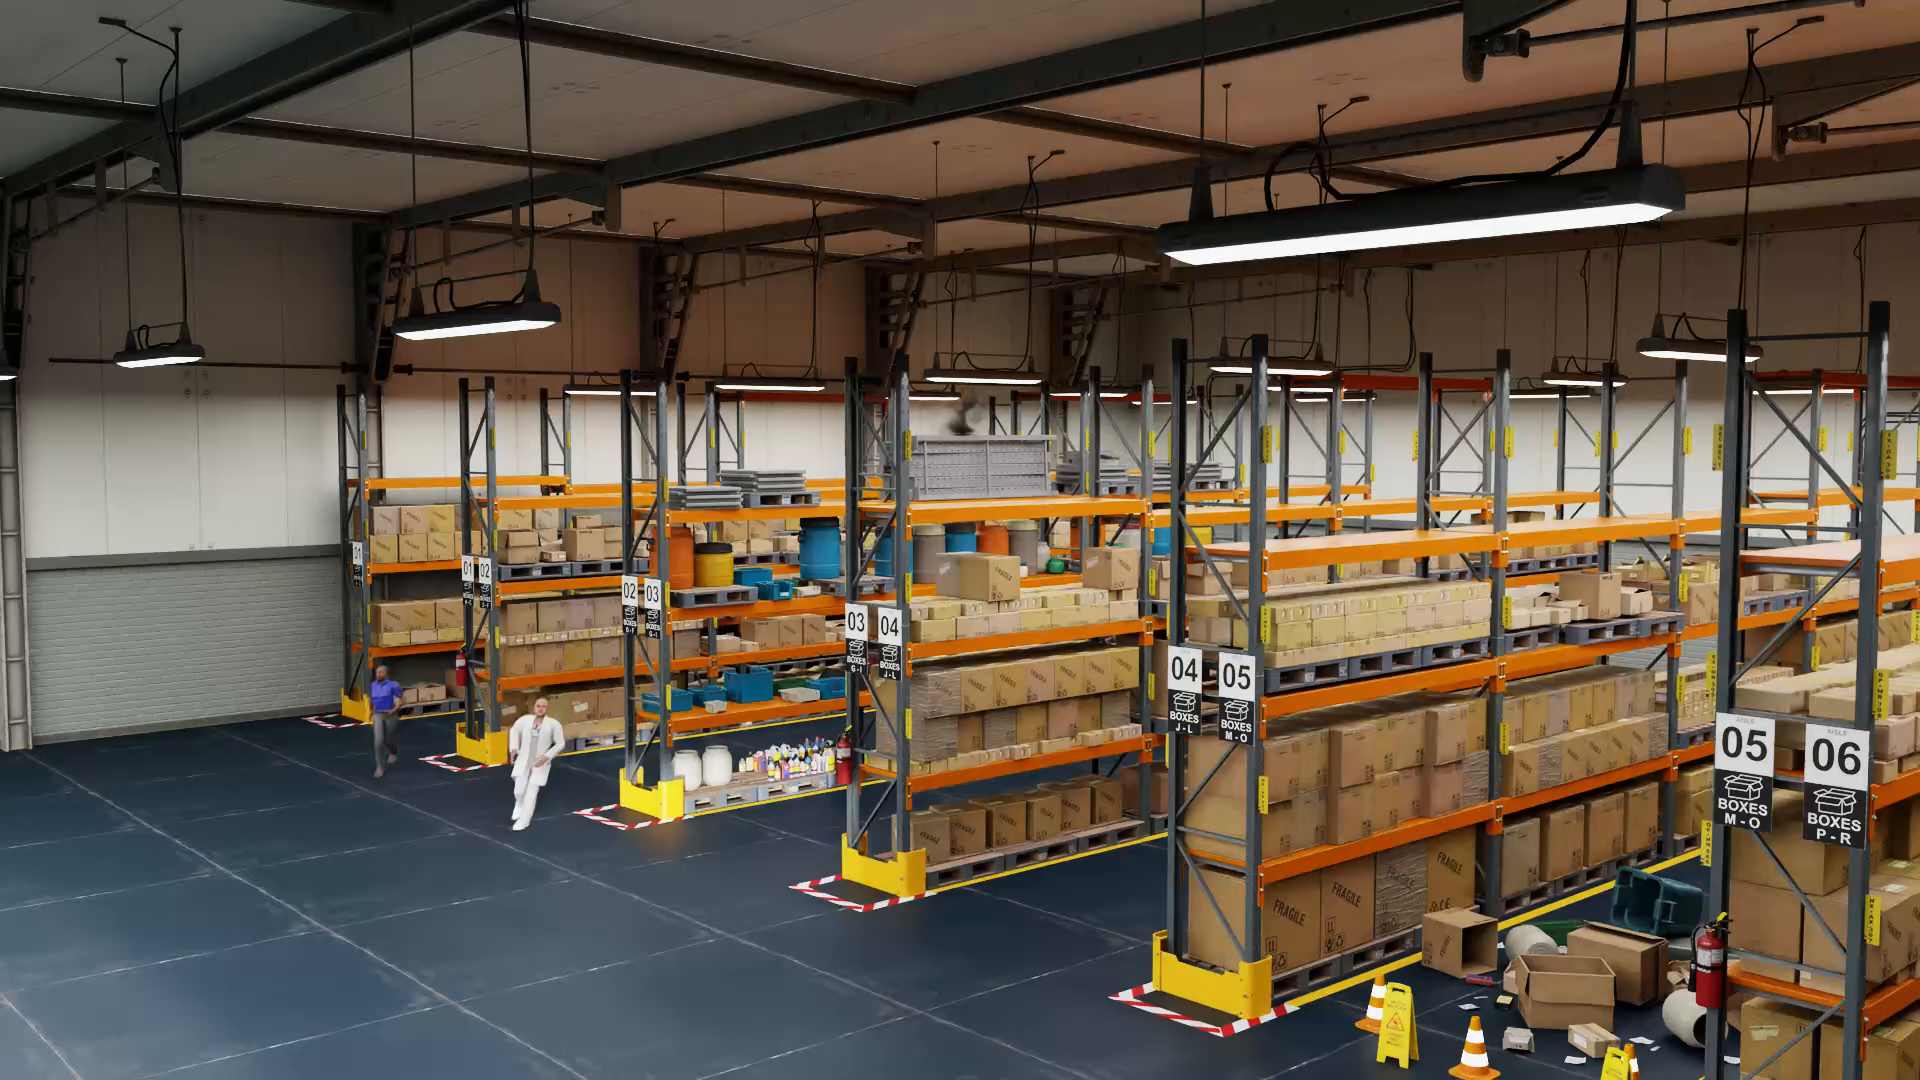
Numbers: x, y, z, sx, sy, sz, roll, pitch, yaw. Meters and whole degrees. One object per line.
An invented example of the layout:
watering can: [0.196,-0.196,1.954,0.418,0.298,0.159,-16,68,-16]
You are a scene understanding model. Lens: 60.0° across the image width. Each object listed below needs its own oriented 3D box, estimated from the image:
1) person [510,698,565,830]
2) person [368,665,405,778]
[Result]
person: [-5.483,2.900,21.527,0.732,1.706,0.562,0,4,-4]
person: [-8.649,2.695,25.105,0.578,1.653,0.797,0,4,-2]
